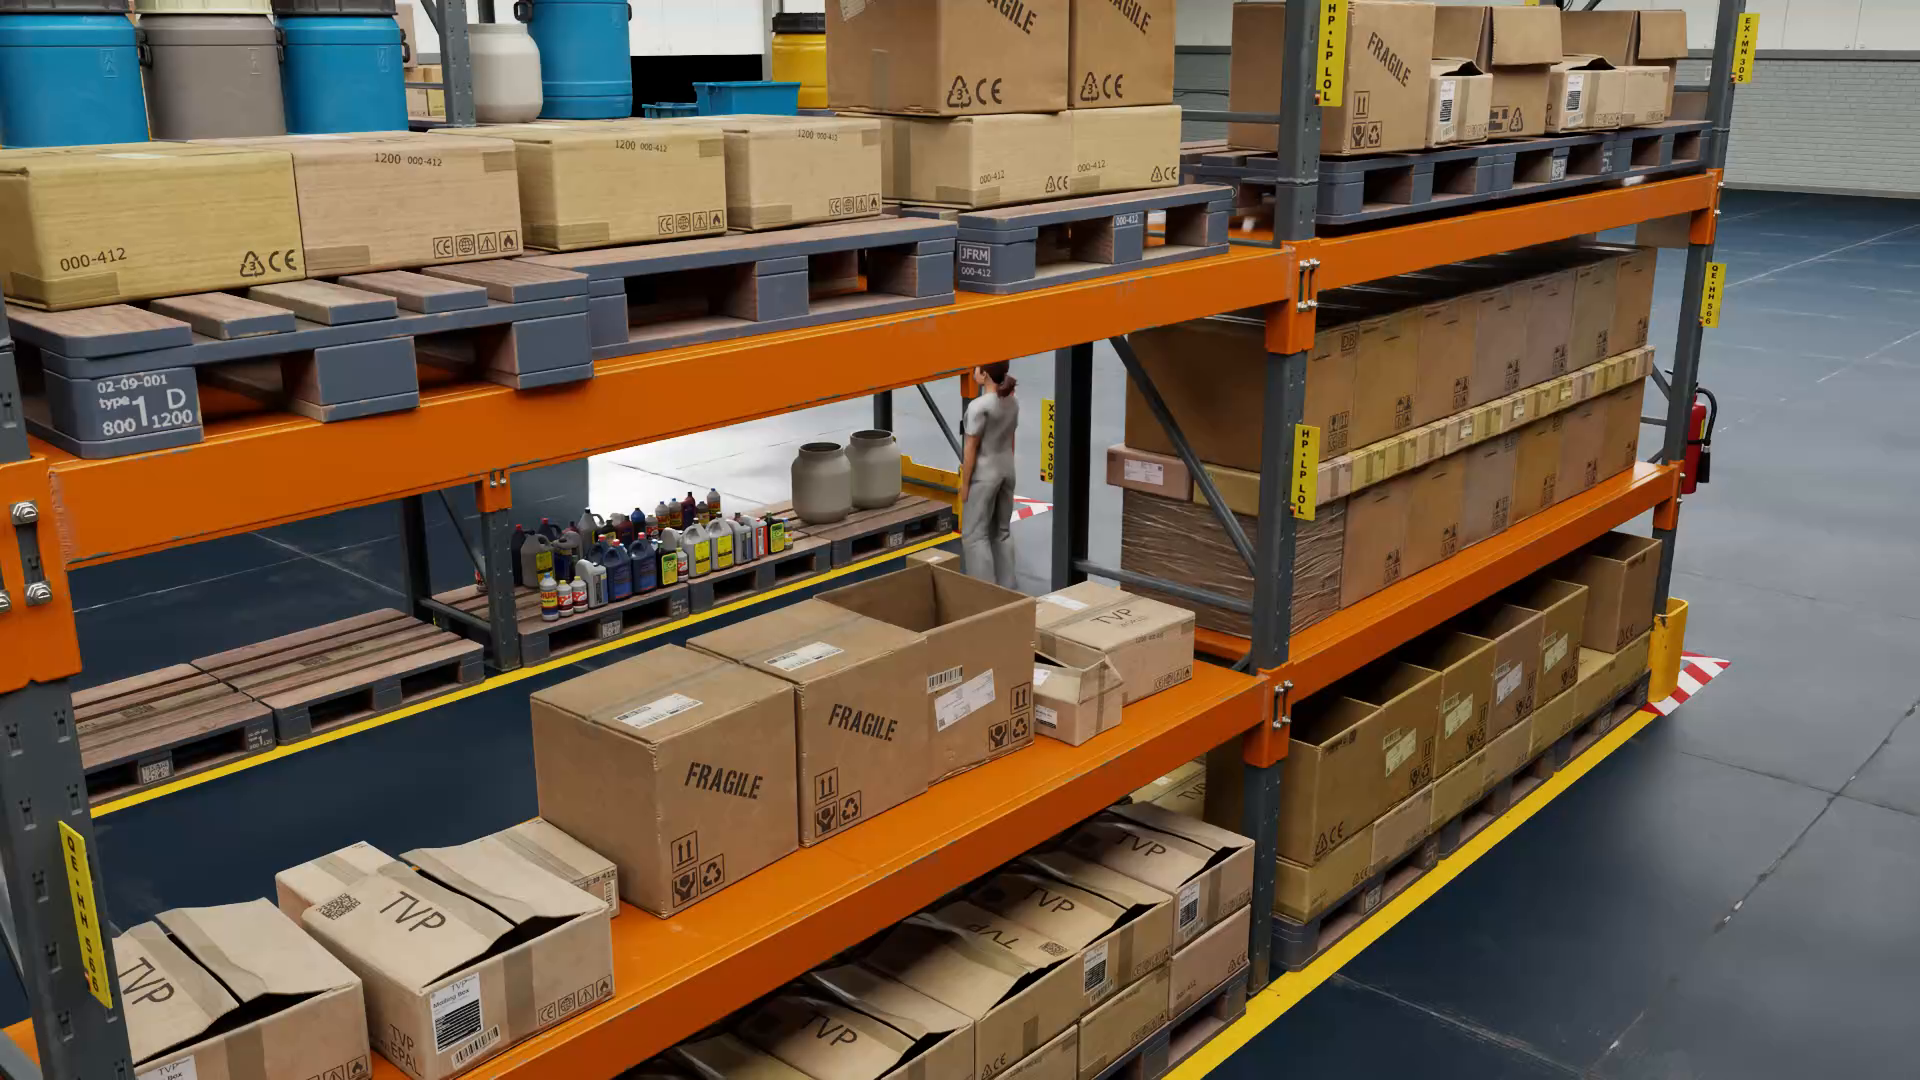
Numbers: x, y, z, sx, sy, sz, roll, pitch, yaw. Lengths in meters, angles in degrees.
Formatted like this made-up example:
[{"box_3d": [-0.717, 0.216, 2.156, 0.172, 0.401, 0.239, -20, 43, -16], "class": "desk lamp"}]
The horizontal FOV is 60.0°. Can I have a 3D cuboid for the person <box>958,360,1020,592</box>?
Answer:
[{"box_3d": [0.187, -0.357, 10.228, 0.358, 1.668, 0.436, 15, 23, 41], "class": "person"}]
